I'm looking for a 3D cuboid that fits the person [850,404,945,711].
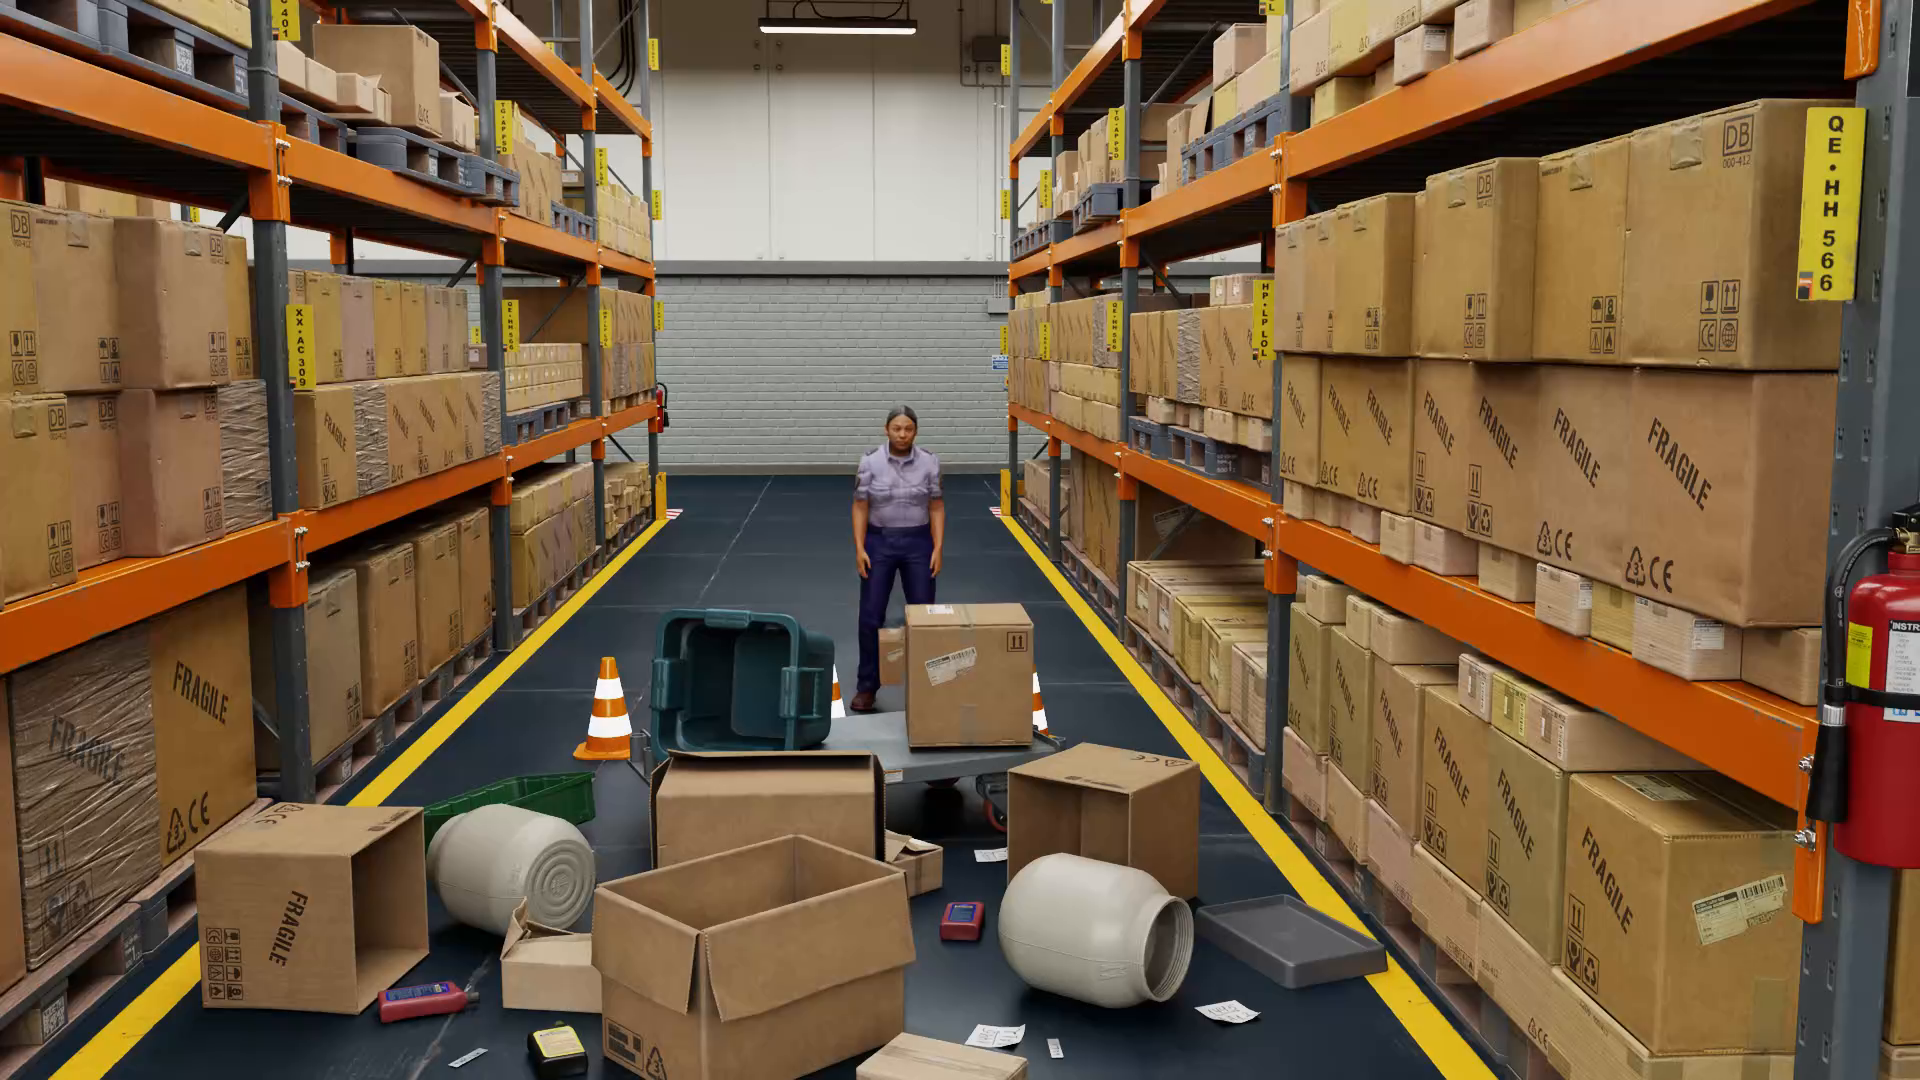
[{"bbox_3d":[-0.342,0.087,9.066,0.532,1.654,0.368,-1,7,-5],"label":"person"}]
